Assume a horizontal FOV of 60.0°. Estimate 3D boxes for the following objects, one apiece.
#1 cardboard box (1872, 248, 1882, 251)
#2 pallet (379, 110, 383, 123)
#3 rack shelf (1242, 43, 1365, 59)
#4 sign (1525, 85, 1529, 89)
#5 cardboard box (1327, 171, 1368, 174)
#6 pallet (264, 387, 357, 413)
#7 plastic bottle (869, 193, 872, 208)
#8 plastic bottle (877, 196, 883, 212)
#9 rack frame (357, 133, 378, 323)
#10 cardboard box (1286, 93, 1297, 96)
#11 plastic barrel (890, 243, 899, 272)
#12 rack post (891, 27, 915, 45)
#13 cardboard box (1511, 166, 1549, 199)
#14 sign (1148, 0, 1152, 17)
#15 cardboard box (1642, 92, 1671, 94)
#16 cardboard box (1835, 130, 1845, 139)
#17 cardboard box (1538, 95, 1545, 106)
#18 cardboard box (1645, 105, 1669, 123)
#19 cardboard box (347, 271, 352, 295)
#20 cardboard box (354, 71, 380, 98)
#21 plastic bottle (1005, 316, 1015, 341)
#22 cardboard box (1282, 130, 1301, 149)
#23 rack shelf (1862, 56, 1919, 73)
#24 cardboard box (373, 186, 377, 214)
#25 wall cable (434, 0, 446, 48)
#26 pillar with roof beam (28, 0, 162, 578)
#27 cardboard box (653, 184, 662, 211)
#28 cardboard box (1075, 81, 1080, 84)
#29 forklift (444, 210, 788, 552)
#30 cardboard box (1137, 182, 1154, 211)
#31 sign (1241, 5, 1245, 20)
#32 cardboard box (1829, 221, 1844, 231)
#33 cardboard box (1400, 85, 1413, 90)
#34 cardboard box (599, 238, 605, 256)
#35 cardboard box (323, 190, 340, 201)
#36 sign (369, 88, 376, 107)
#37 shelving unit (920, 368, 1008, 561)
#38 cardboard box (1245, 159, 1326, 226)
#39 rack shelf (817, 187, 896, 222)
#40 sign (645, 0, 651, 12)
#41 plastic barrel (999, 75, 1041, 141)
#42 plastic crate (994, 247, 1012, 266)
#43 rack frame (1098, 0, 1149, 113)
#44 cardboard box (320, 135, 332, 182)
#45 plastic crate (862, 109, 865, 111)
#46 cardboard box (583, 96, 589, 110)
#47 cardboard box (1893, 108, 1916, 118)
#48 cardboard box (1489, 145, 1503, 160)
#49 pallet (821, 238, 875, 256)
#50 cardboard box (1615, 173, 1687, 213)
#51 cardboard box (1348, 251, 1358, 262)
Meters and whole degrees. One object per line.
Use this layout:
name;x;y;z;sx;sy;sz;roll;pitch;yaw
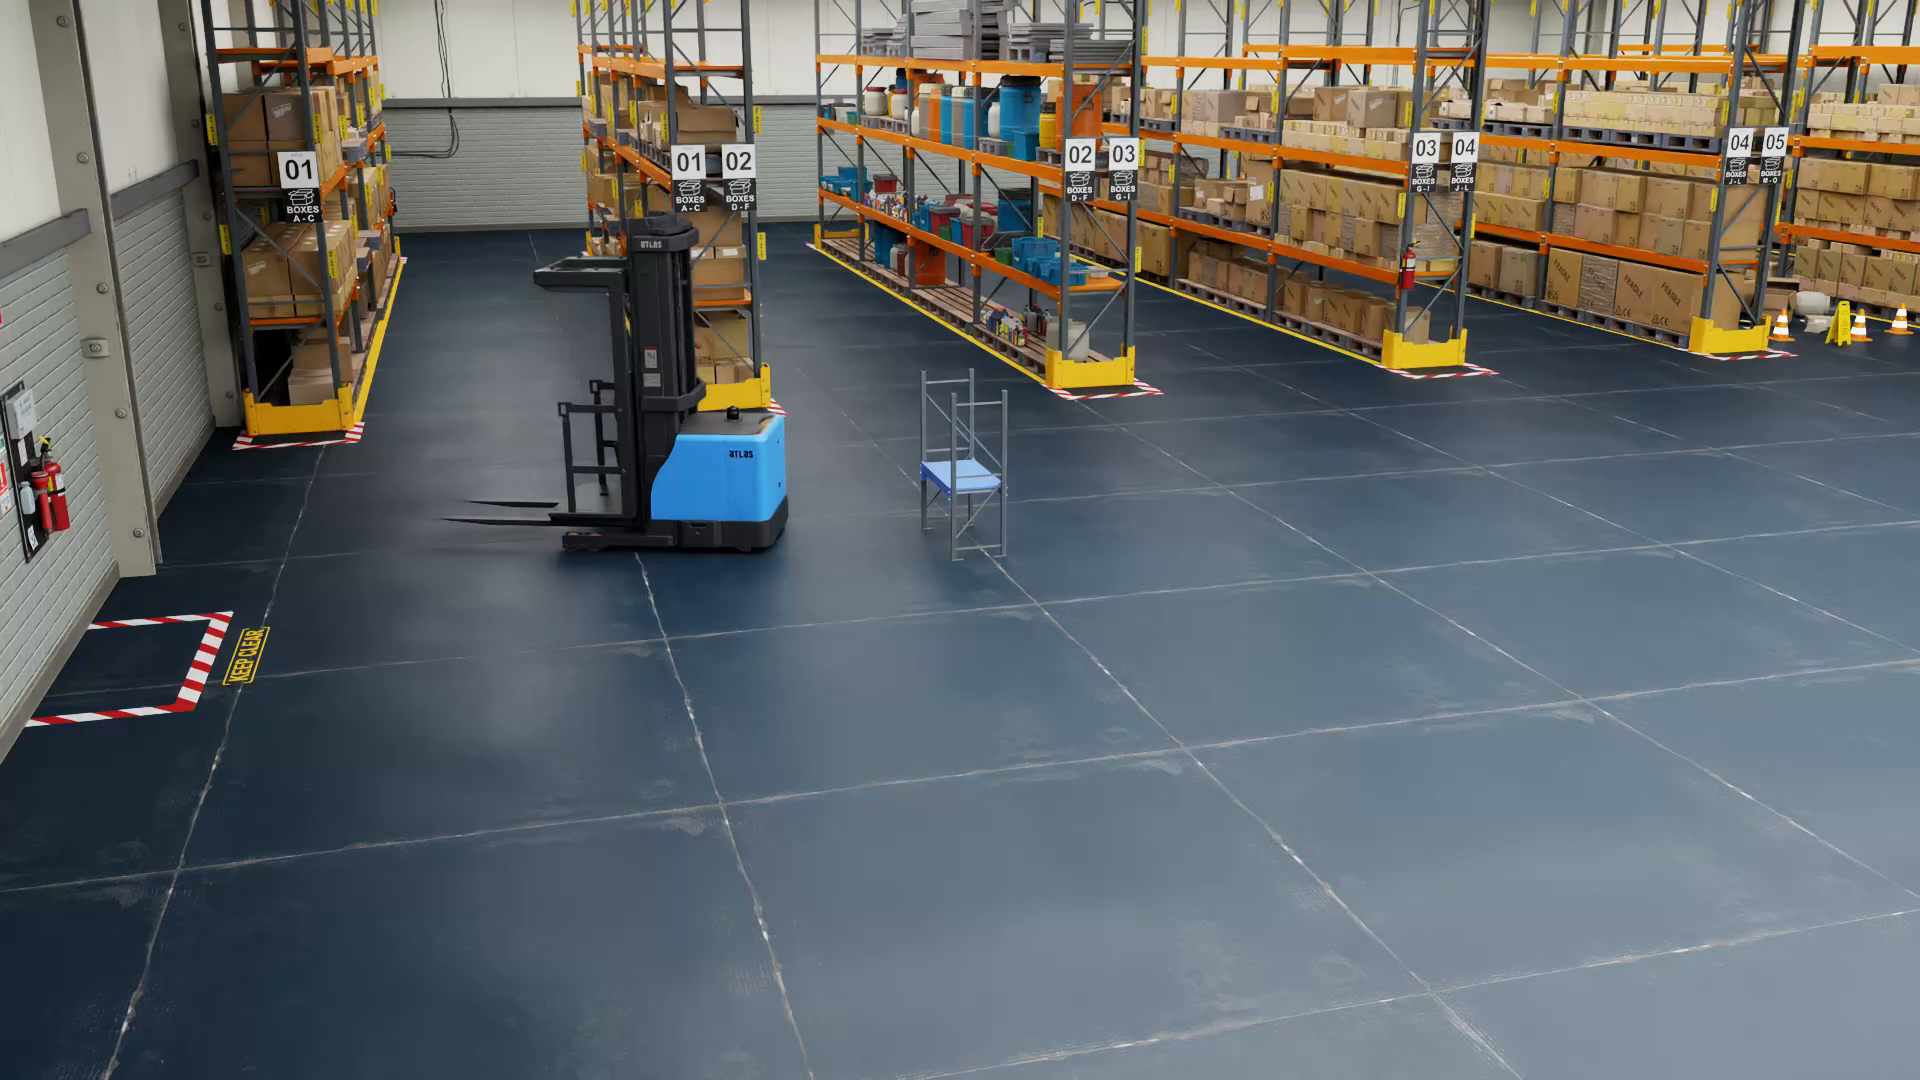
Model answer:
cardboard box;15.548;-4.740;28.563;0.500;0.500;0.500;-4;17;-14
pallet;-11.915;-8.331;32.710;1.003;0.211;1.213;-5;17;-15
rack shelf;7.506;-10.654;36.332;1.077;0.370;4.000;-5;17;-15
sign;12.254;-9.671;35.980;0.100;0.325;0.005;-5;17;-15
cardboard box;5.984;-5.425;25.667;0.500;0.500;0.500;-5;17;-15
pallet;-7.942;-1.628;20.304;1.003;0.211;1.213;-5;17;-15
plastic bottle;-1.700;-6.527;31.988;0.097;0.271;0.097;0;17;0
plastic bottle;-1.488;-6.344;31.372;0.152;0.276;0.135;-5;17;-15
rack frame;-9.930;-4.928;26.442;1.000;3.000;0.127;-5;17;-15
cardboard box;7.405;-9.574;36.086;0.500;0.250;0.500;-4;17;-13
plastic barrel;-1.107;-5.317;31.330;0.421;0.512;0.421;0;17;0
rack post;-0.643;-8.746;28.854;0.954;0.300;0.937;-5;17;-15
cardboard box;9.969;-6.166;28.653;0.700;0.500;0.500;-5;17;-16
sign;3.777;-10.614;33.182;0.100;0.325;0.005;-5;17;-15
cardboard box;10.940;-6.952;26.112;0.380;0.149;0.250;-5;17;-15
cardboard box;15.028;-6.854;28.076;0.380;0.149;0.250;-5;17;-15
cardboard box;12.588;-9.400;35.620;0.396;0.266;0.258;-5;17;-16
cardboard box;10.676;-6.401;24.972;0.500;0.250;0.500;-5;17;-16
cardboard box;-7.988;-3.237;21.038;0.500;0.250;0.500;-5;17;-15
cardboard box;-11.665;-8.933;32.614;0.500;0.500;0.500;-5;17;-15
plastic bottle;0.738;-3.070;24.095;0.144;0.351;0.185;-4;17;-13
cardboard box;5.335;-6.217;25.778;0.500;0.250;0.500;-5;18;-17
rack shelf;19.208;-9.064;31.728;1.077;0.370;4.000;-5;17;-15
cardboard box;-10.380;-5.847;28.775;0.500;0.500;0.500;-5;17;-15
wall cable;-10.738;-12.752;38.680;3.097;2.526;0.112;-5;17;-15
pillar with roof beam;-2.967;-4.394;14.237;9.100;9.000;0.400;-5;17;-15
cardboard box;-3.941;-4.761;23.458;0.700;0.500;0.500;-5;17;-15
cardboard box;2.835;-9.460;35.236;0.700;0.500;0.500;-4;17;-13
forklift;-3.160;-1.447;14.972;3.031;2.935;1.130;1;17;4
cardboard box;3.707;-6.550;31.666;0.500;0.500;0.500;-5;18;-17
sign;6.434;-11.996;37.781;0.100;0.325;0.005;-5;17;-15
cardboard box;15.020;-5.339;28.247;0.380;0.149;0.250;-4;17;-14
cardboard box;8.638;-8.550;31.782;0.396;0.266;0.258;-5;17;-15
cardboard box;-6.697;-5.576;32.179;0.500;0.500;0.500;-5;17;-15
cardboard box;-9.704;-5.317;25.669;0.380;0.149;0.250;-8;18;-24
sign;-10.510;-7.915;29.726;0.100;0.325;0.005;-5;17;-15
shelving unit;0.023;-0.695;14.956;0.538;1.500;1.048;-5;17;-15
cardboard box;5.373;-5.716;27.292;1.000;1.000;1.000;-5;17;-15
rack shelf;-2.053;-7.027;34.678;1.077;0.370;4.000;-5;17;-15
sign;-5.735;-9.869;30.564;0.100;0.325;0.005;-5;17;-15
plastic barrel;0.866;-6.199;23.858;0.600;0.901;0.708;-5;17;-15
plastic crate;0.797;-4.106;24.072;0.450;0.188;0.662;-5;17;-15
rack frame;3.259;-10.083;33.174;1.000;3.000;0.127;-5;17;-15
cardboard box;-7.696;-4.473;19.504;0.500;0.500;0.500;-4;17;-12
plastic crate;-2.057;-9.009;35.182;0.450;0.188;0.336;-5;17;-15
cardboard box;-7.345;-8.836;33.630;0.500;0.250;0.500;-5;17;-15
cardboard box;15.254;-6.864;26.722;0.380;0.149;0.250;-4;17;-14
cardboard box;12.260;-8.769;37.318;0.500;0.500;0.500;-5;17;-16
pallet;-2.414;-6.358;36.048;1.003;0.211;1.213;-5;17;-15
cardboard box;10.755;-5.396;25.861;0.875;0.550;0.500;-5;17;-15
cardboard box;5.920;-4.177;24.378;0.380;0.149;0.250;-5;17;-15
